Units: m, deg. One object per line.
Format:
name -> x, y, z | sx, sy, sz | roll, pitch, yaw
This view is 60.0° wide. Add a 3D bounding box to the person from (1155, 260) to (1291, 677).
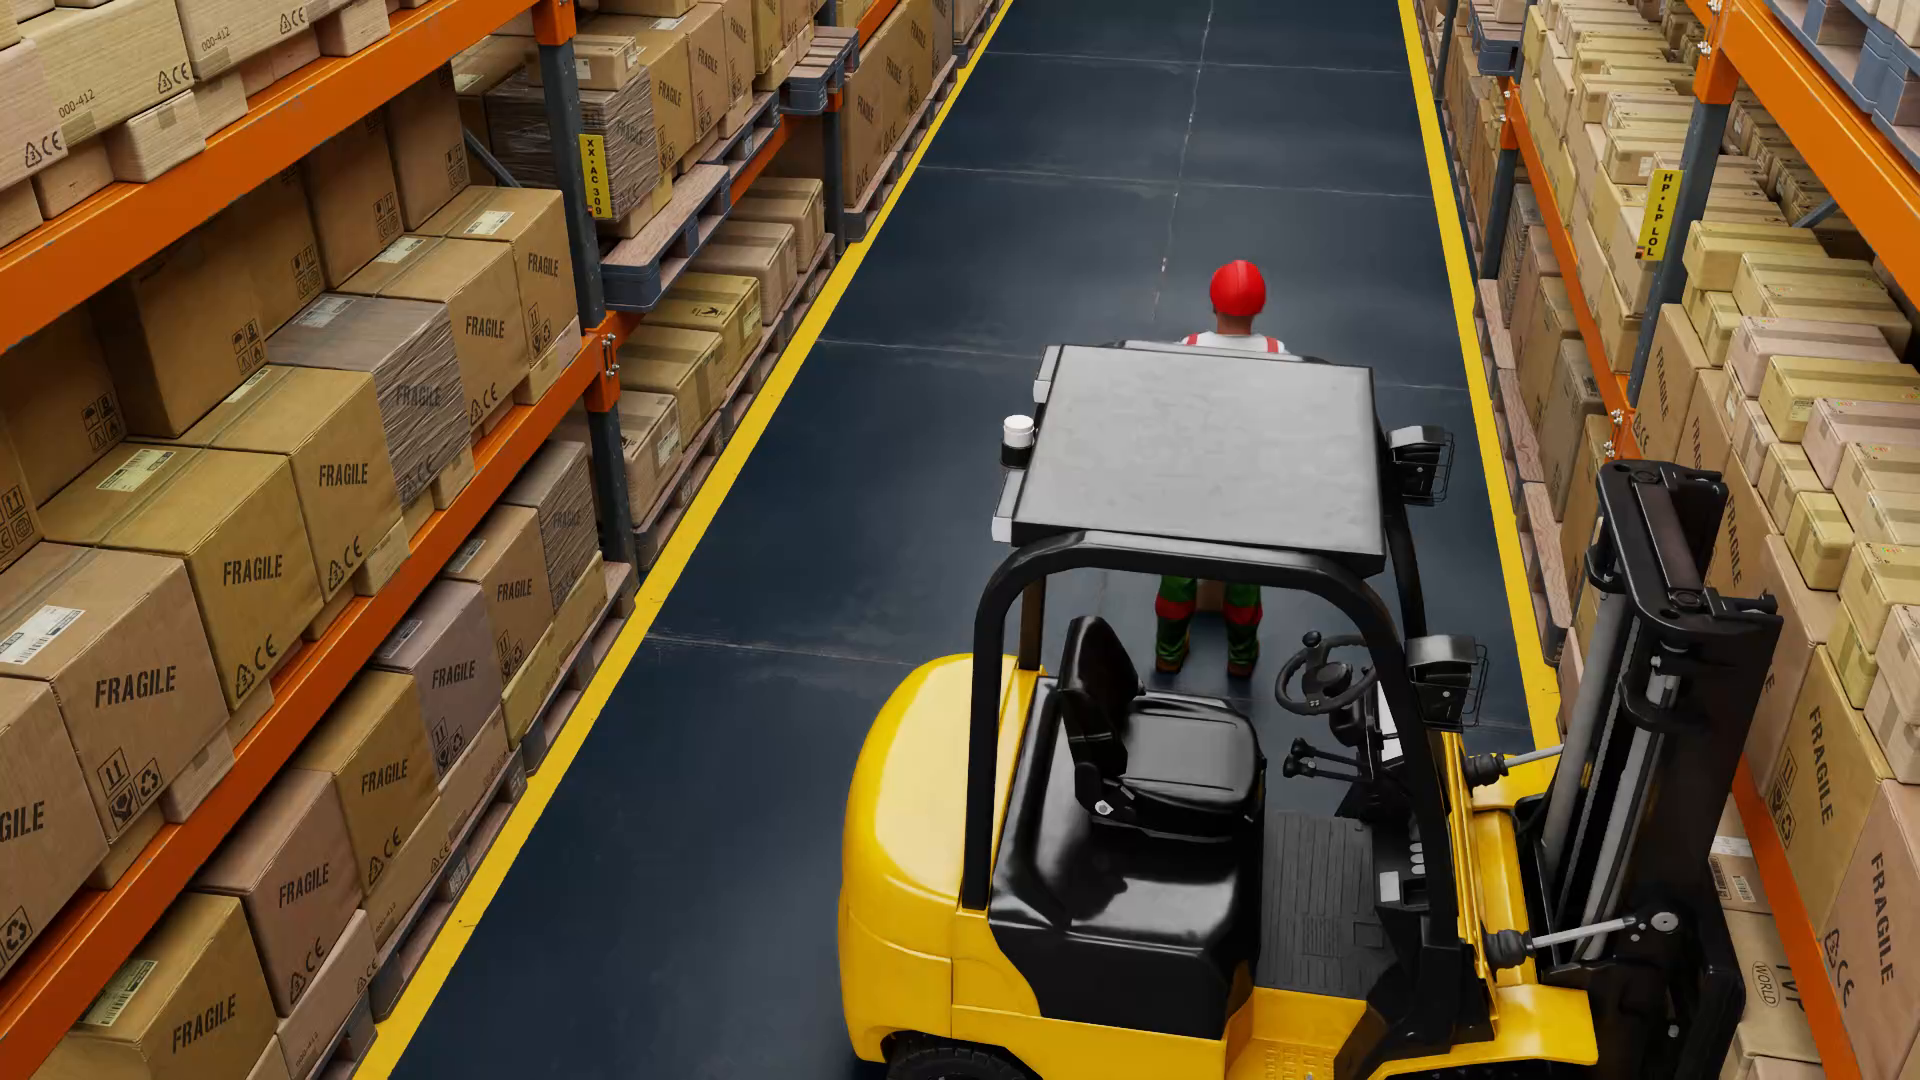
person -> 1.025, -0.267, 6.507 | 0.557, 1.793, 0.359 | 5, 32, 8
